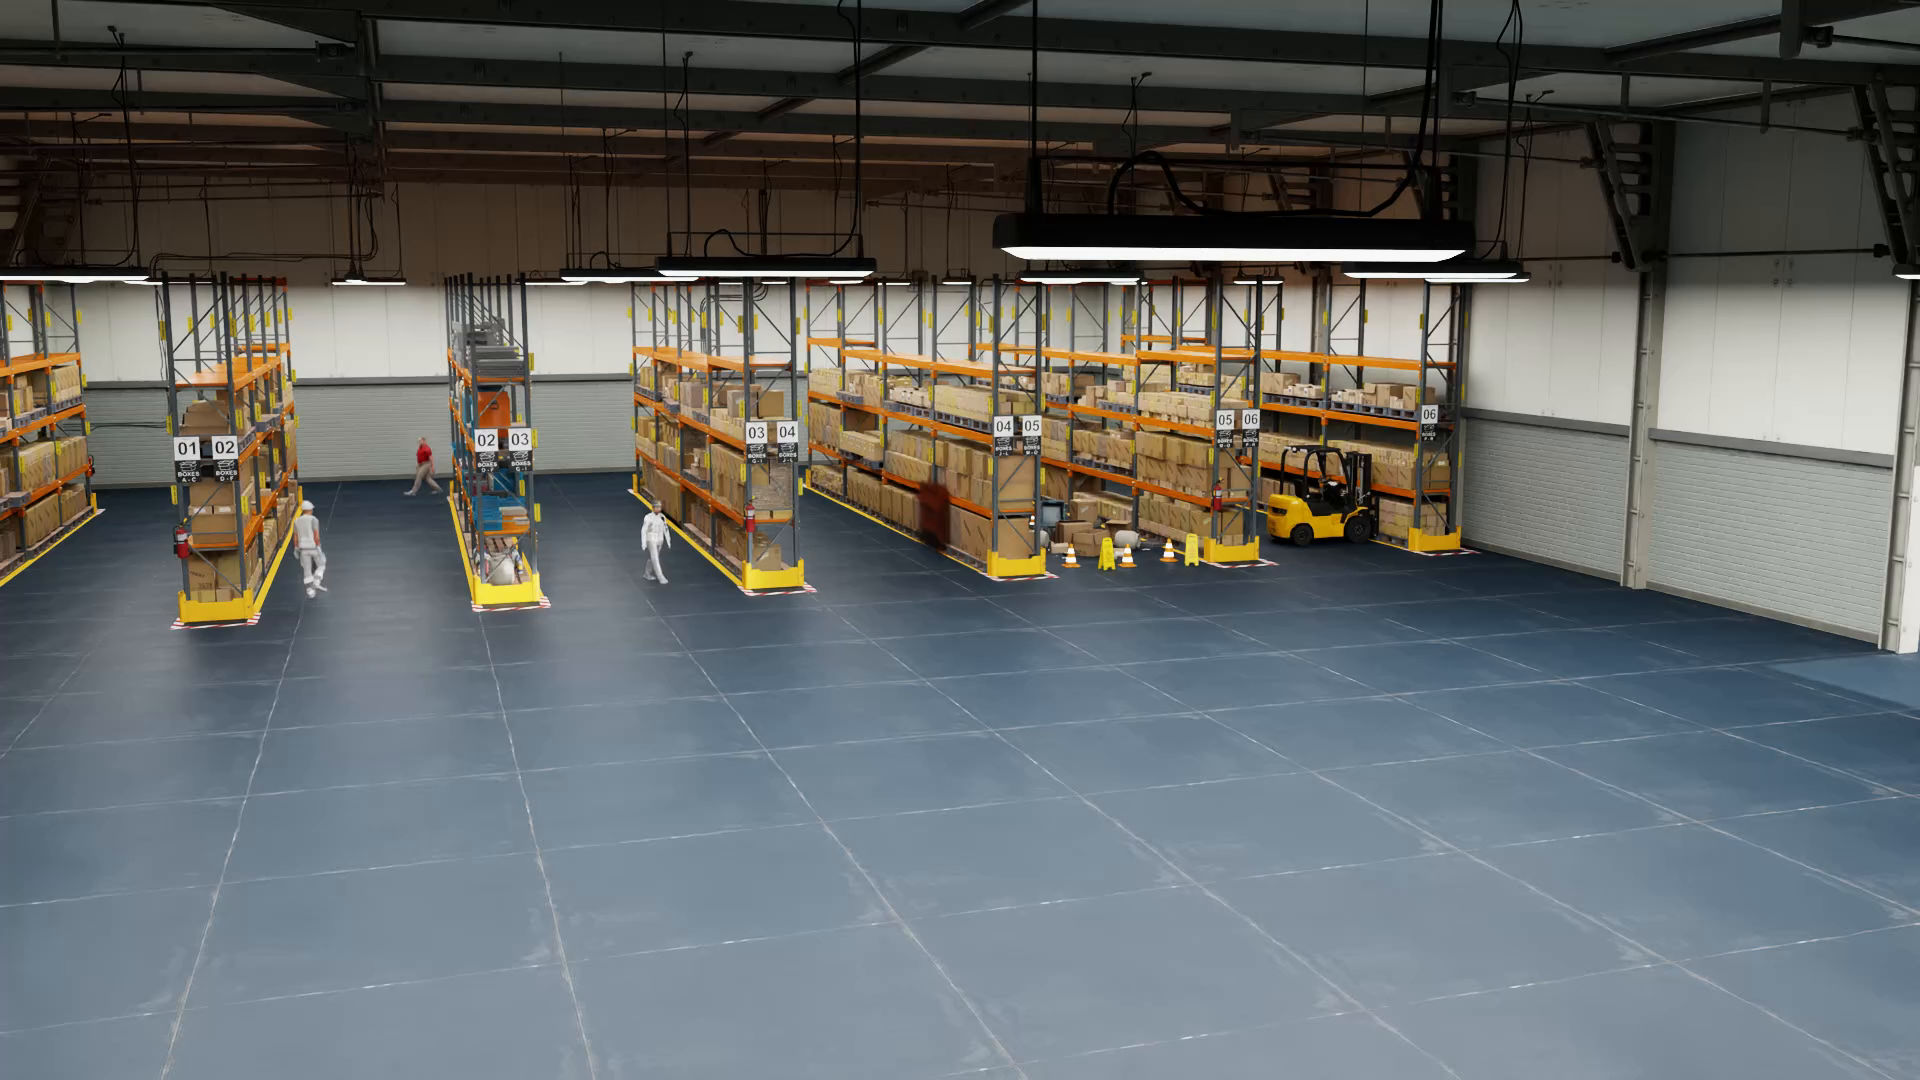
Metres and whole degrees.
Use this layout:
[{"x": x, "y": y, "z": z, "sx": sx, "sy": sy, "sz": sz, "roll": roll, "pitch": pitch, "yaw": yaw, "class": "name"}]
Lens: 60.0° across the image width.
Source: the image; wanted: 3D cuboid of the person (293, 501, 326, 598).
[{"x": -12.145, "y": 0.174, "z": 31.022, "sx": 0.576, "sy": 1.776, "sz": 0.567, "roll": -1, "pitch": 9, "yaw": -8, "class": "person"}]

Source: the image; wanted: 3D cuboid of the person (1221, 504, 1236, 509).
[{"x": 6.474, "y": -1.013, "z": 39.586, "sx": 0.606, "sy": 1.584, "sz": 0.612, "roll": -7, "pitch": 11, "yaw": -38, "class": "person"}]

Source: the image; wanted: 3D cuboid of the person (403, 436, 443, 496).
[{"x": -14.922, "y": -2.050, "z": 46.118, "sx": 1.102, "sy": 1.647, "sz": 0.521, "roll": -5, "pitch": 10, "yaw": -32, "class": "person"}]

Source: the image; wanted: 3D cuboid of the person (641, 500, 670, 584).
[{"x": -5.896, "y": 0.022, "z": 32.394, "sx": 1.026, "sy": 1.613, "sz": 0.514, "roll": 8, "pitch": 12, "yaw": 42, "class": "person"}]
